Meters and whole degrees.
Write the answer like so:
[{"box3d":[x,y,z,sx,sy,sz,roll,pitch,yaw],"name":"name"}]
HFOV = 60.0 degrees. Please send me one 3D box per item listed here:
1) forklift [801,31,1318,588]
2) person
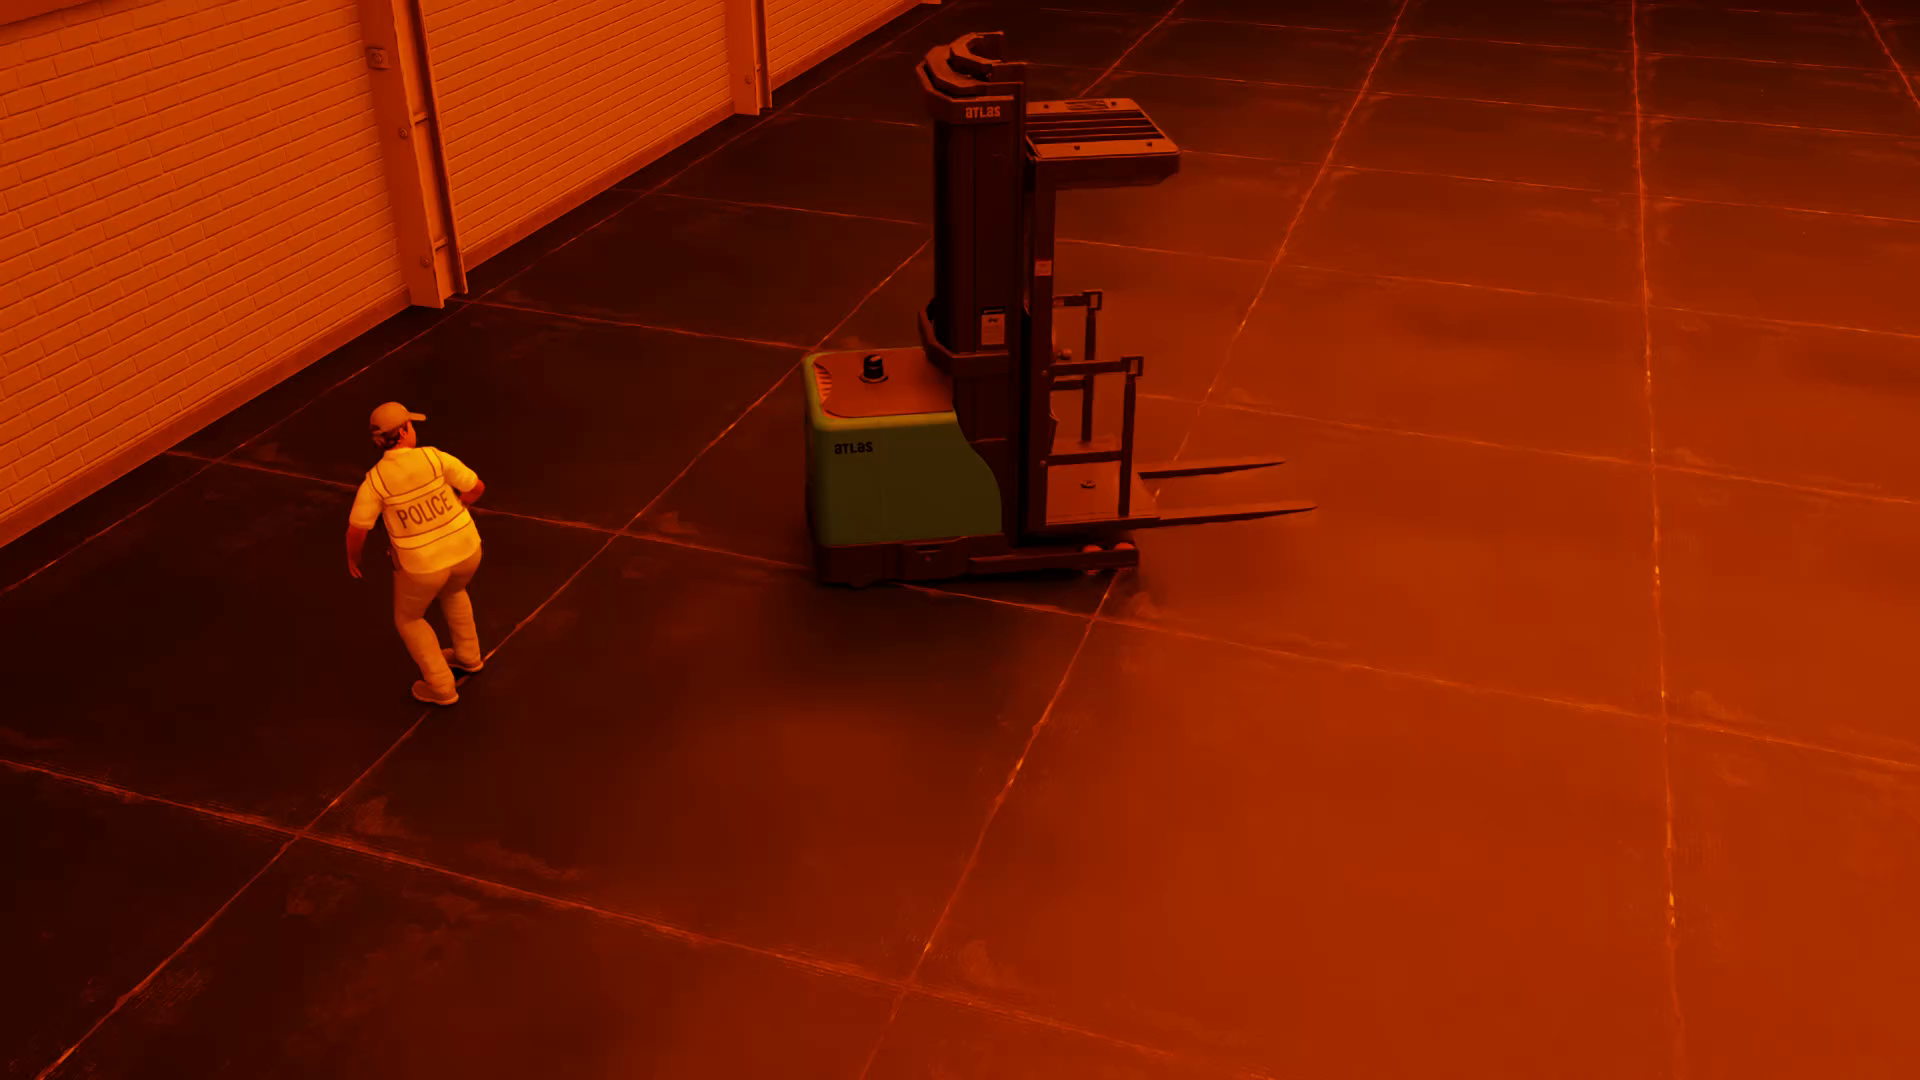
[{"box3d":[0.608,-1.328,9.466,3.031,2.935,1.130,-4,30,-8],"name":"forklift"},{"box3d":[-2.714,0.069,8.359,0.691,1.623,0.521,-25,38,-36],"name":"person"}]
